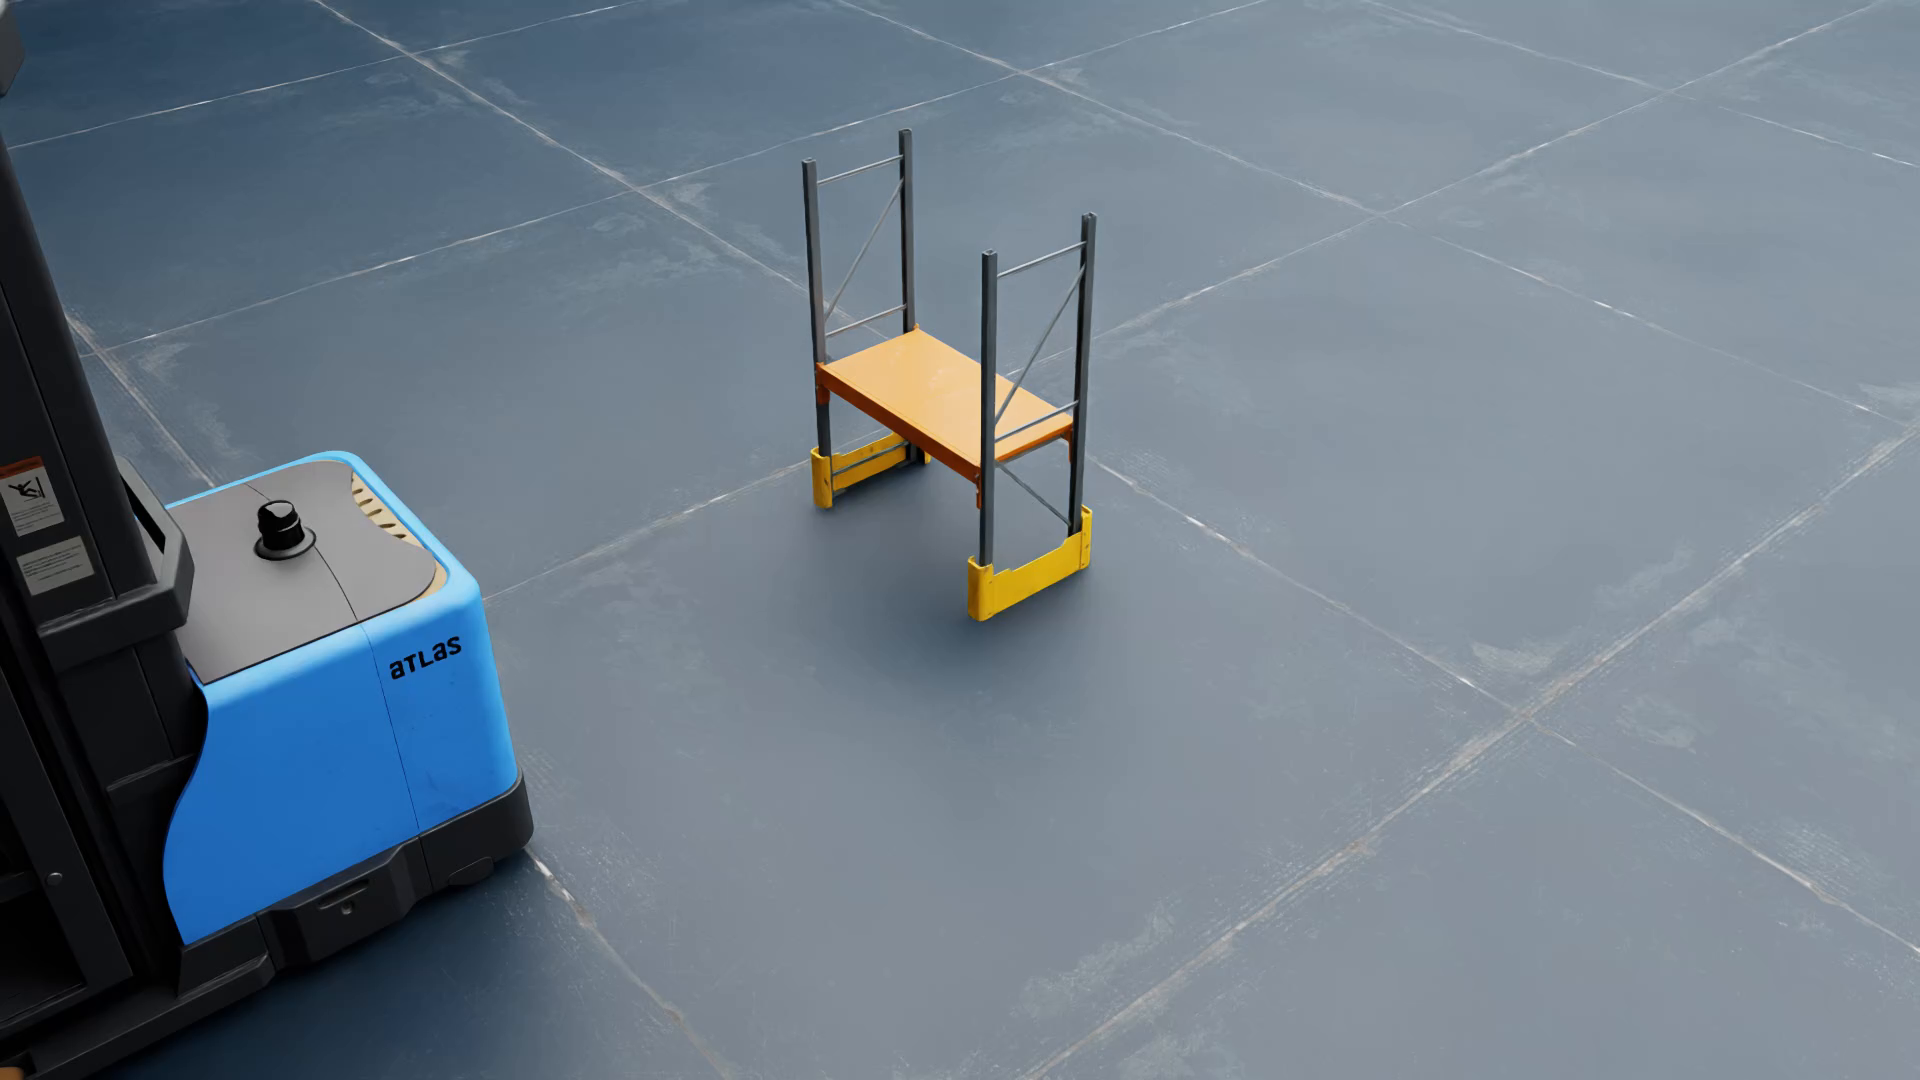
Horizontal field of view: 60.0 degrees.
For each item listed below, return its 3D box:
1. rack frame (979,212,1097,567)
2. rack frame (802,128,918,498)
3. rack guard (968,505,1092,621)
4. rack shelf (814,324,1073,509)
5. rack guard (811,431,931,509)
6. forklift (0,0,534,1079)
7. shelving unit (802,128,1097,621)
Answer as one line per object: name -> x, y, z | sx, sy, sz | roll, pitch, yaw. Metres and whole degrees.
rack frame -> 0.273, -0.425, 6.053 | 0.500, 1.500, 0.032 | -26, 43, -32
rack frame -> -0.383, -0.874, 6.687 | 0.500, 1.500, 0.032 | -26, 43, -32
rack guard -> 0.272, 0.084, 6.415 | 0.587, 0.250, 0.087 | -26, 43, -32
rack shelf -> -0.055, -0.503, 6.474 | 0.538, 0.185, 1.000 | -26, 43, -32
rack guard -> -0.371, -0.356, 7.036 | 0.587, 0.250, 0.087 | -26, 43, -32
forklift -> -2.826, 0.121, 4.043 | 3.031, 2.935, 1.130 | -25, 42, -31
shelving unit -> -0.049, -0.646, 6.364 | 0.587, 1.500, 1.083 | -26, 43, -32
